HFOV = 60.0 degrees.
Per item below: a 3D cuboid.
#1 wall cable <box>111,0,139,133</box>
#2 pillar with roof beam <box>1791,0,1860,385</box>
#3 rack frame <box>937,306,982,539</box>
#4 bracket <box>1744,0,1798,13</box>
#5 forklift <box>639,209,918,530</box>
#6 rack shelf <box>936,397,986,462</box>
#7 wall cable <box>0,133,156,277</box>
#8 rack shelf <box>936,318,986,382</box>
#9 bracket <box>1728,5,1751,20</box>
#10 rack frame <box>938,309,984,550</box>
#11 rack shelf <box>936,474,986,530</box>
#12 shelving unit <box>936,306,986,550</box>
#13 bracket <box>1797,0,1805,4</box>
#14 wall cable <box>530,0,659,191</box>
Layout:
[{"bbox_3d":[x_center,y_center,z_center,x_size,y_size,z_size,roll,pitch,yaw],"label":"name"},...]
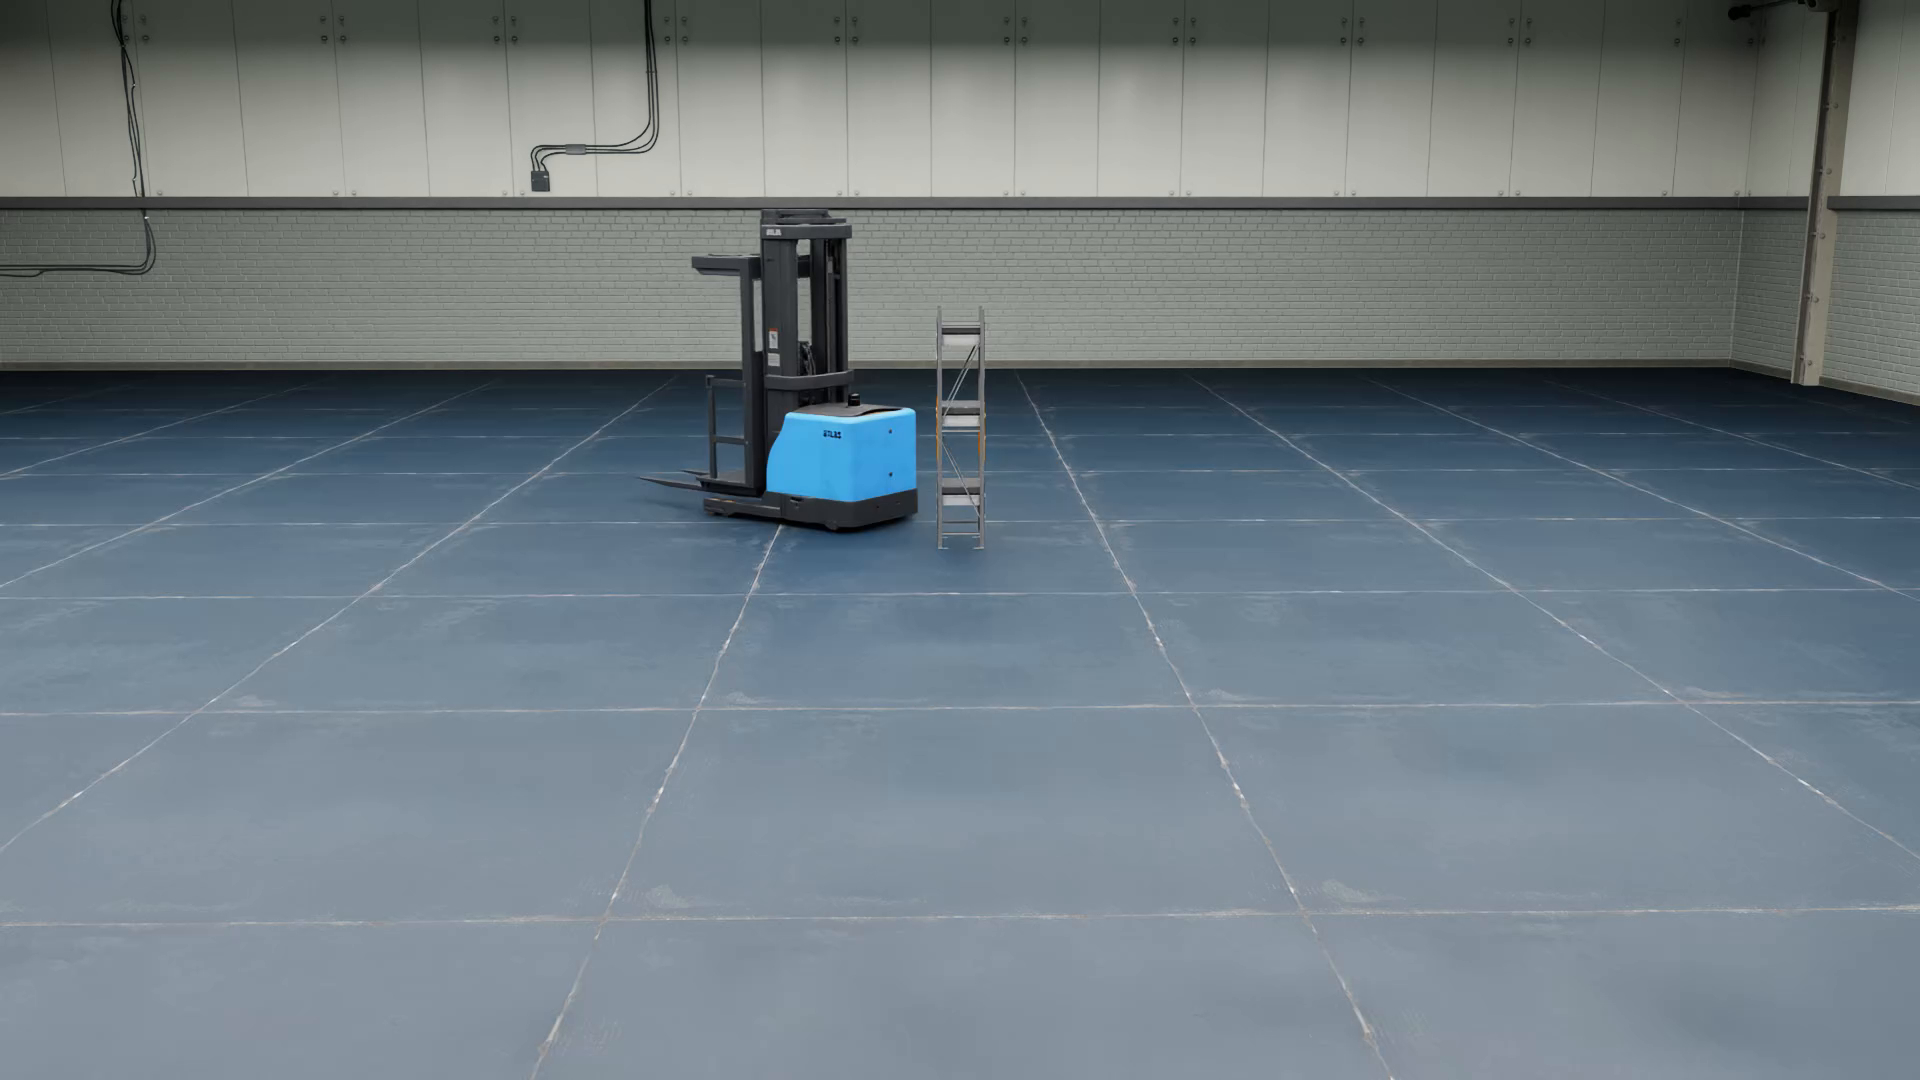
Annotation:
[{"bbox_3d":[-13.298,-8.459,29.229,3.097,2.526,0.112,0,11,-1],"label":"wall cable"},{"bbox_3d":[9.925,-7.015,27.005,9.100,9.000,0.548,0,11,-1],"label":"pillar with roof beam"},{"bbox_3d":[-0.002,-1.045,14.927,0.400,2.100,0.015,0,11,-1],"label":"rack frame"},{"bbox_3d":[13.829,-9.232,28.877,0.076,0.066,3.189,0,11,-1],"label":"bracket"},{"bbox_3d":[-1.894,-1.734,16.235,3.031,2.935,1.130,8,14,36],"label":"forklift"},{"bbox_3d":[0.003,-0.983,14.691,0.431,0.518,0.480,0,11,-1],"label":"rack shelf"},{"bbox_3d":[-16.003,-5.973,29.676,3.097,2.526,0.112,0,11,-1],"label":"wall cable"},{"bbox_3d":[0.003,-1.669,14.552,0.431,0.518,0.480,0,11,-1],"label":"rack shelf"},{"bbox_3d":[13.817,-9.349,29.456,0.235,0.232,0.430,0,11,-1],"label":"bracket"},{"bbox_3d":[0.008,-0.948,14.449,0.400,2.100,0.015,0,11,-1],"label":"rack frame"},{"bbox_3d":[0.003,-0.297,14.830,0.431,0.518,0.480,0,11,-1],"label":"rack shelf"},{"bbox_3d":[0.003,-0.996,14.688,0.431,2.100,0.503,0,11,-1],"label":"shelving unit"},{"bbox_3d":[13.866,-8.878,27.133,0.235,0.232,0.430,0,11,-1],"label":"bracket"},{"bbox_3d":[-6.511,-9.197,29.206,2.305,6.003,0.169,0,11,-1],"label":"wall cable"}]
